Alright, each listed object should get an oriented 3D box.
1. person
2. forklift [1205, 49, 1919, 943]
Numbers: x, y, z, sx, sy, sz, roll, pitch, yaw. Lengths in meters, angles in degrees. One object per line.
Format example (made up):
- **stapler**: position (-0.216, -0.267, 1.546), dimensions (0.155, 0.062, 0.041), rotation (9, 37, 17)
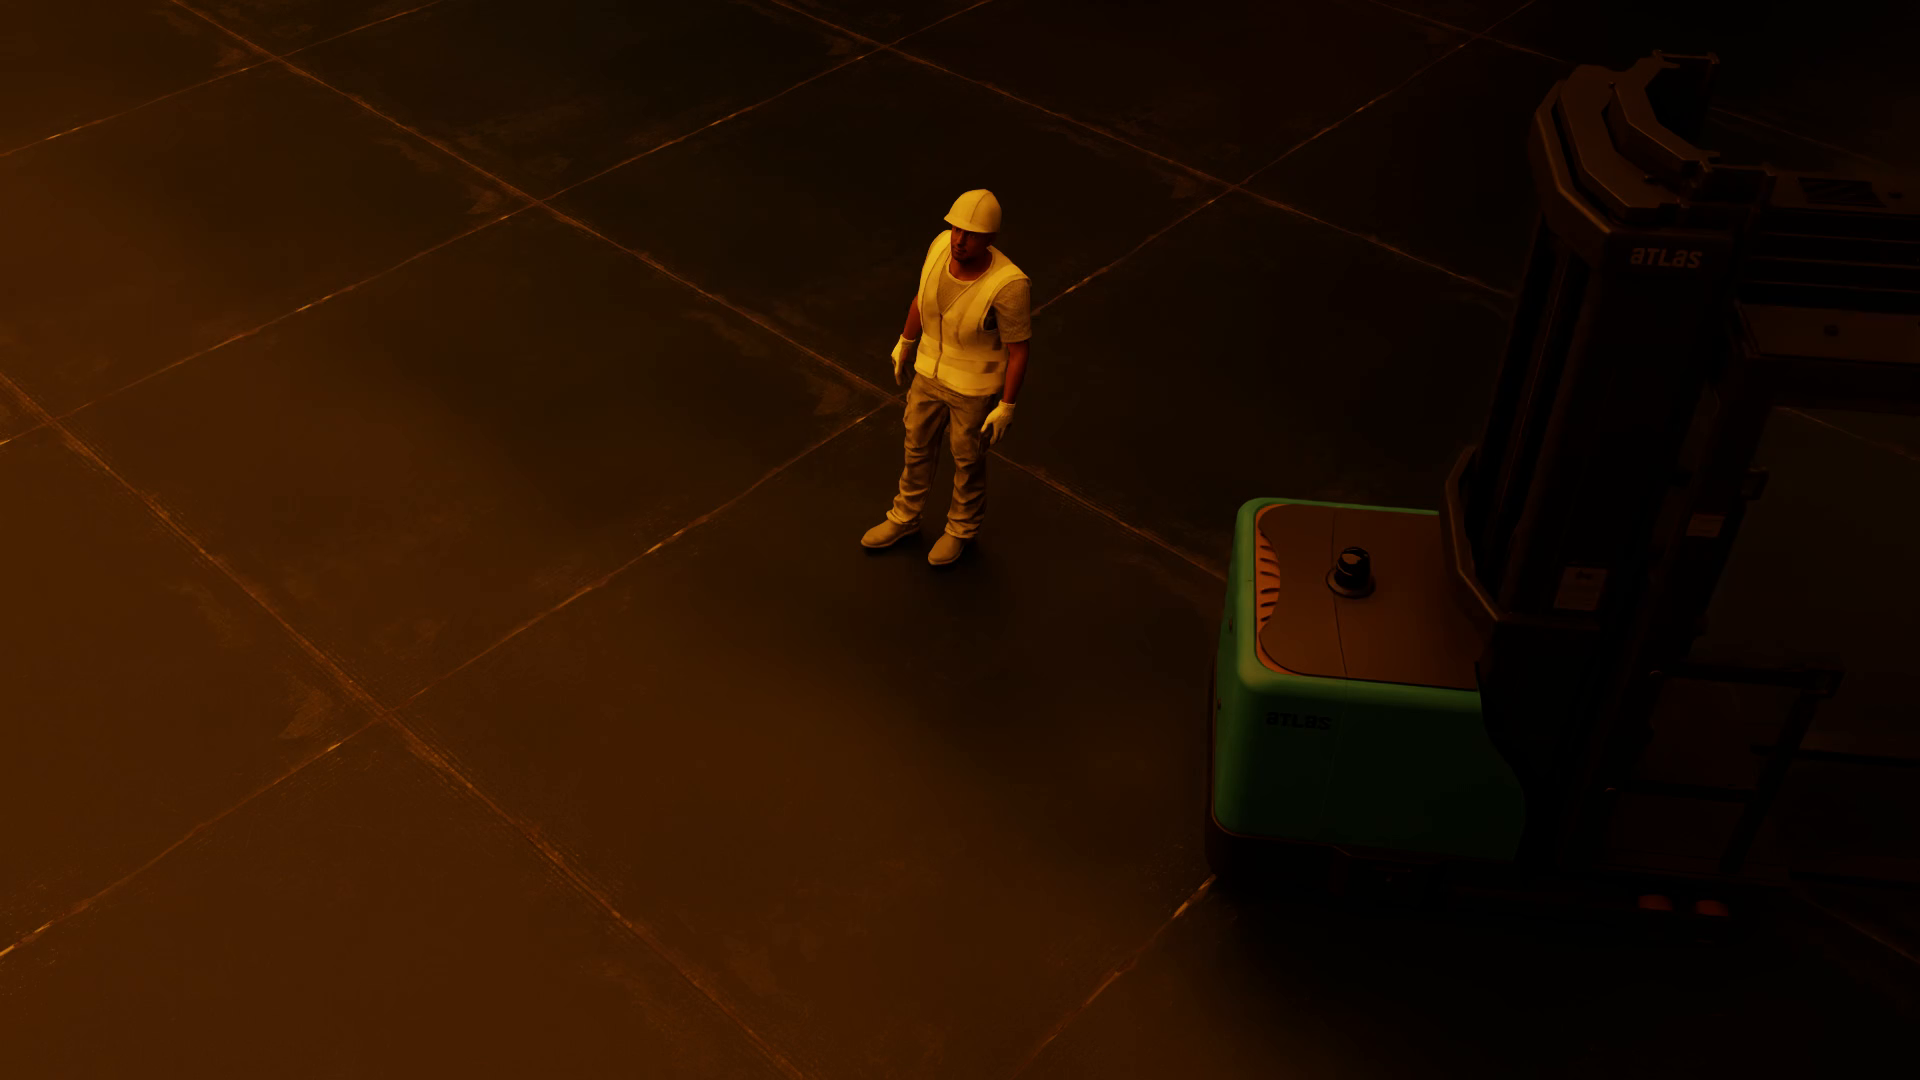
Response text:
- **person**: position (-0.055, -0.652, 7.059), dimensions (0.656, 1.782, 0.577), rotation (31, 49, 31)
- **forklift**: position (2.472, -0.032, 5.465), dimensions (3.031, 2.935, 1.130), rotation (5, 41, 6)
